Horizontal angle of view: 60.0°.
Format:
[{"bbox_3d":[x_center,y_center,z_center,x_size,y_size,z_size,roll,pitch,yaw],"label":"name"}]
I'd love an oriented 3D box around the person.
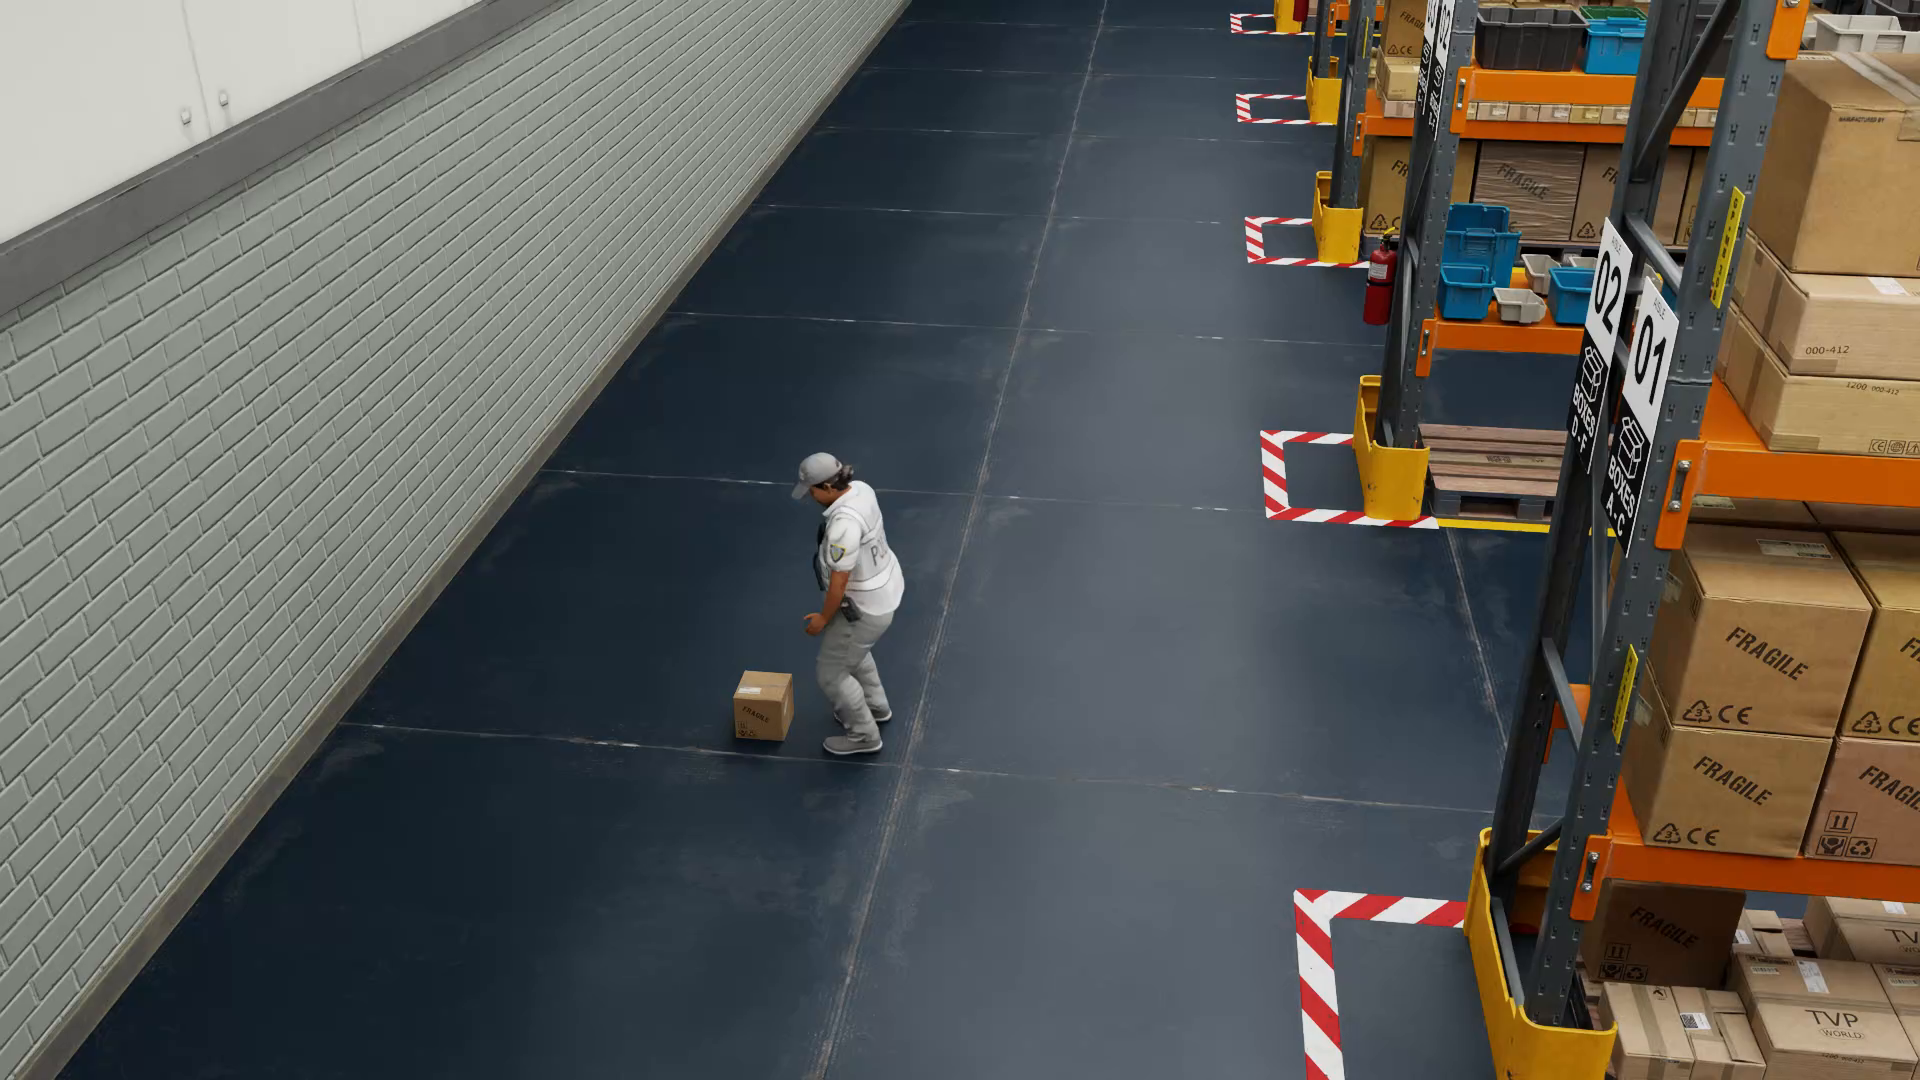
[{"bbox_3d":[-0.541,0.310,8.135,0.513,1.600,0.504,4,29,8],"label":"person"}]
